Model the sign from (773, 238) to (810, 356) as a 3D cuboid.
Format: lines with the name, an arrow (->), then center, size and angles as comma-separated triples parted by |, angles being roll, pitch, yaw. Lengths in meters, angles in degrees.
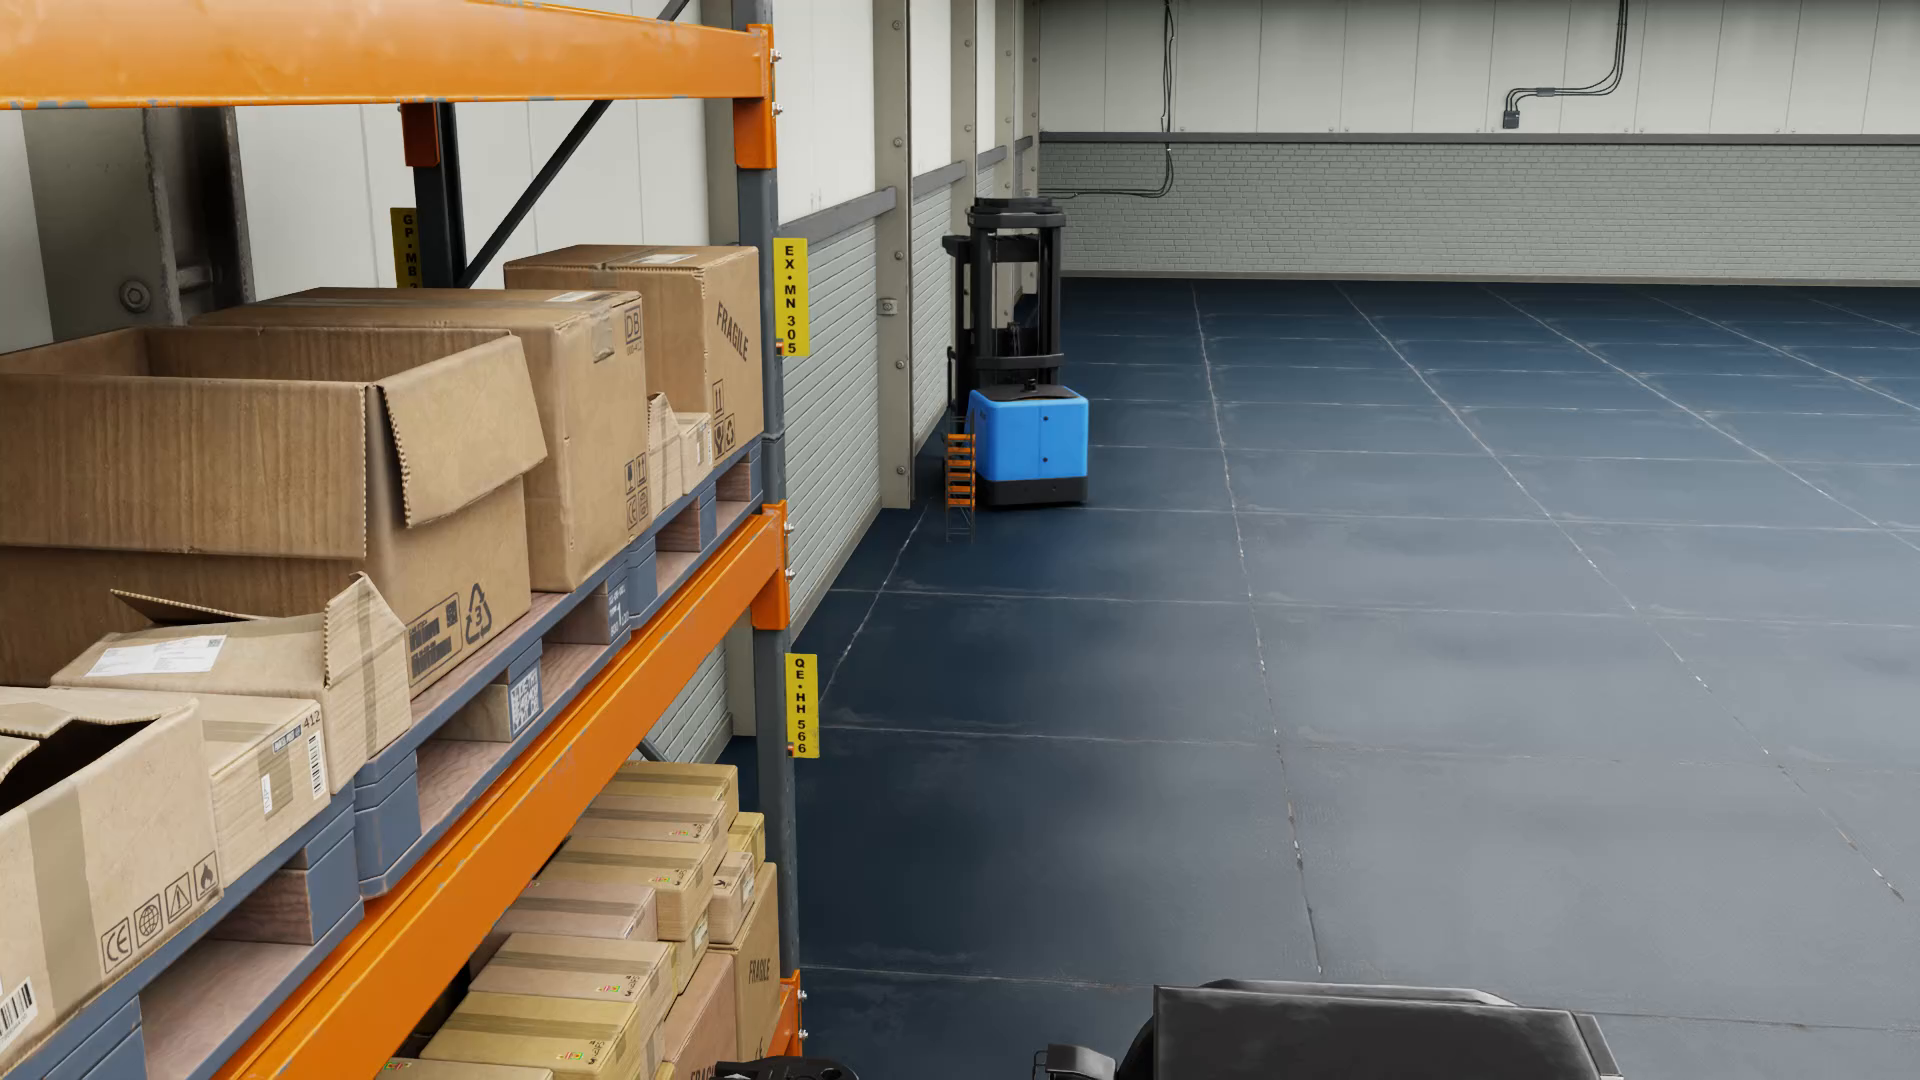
sign -> -0.470, -0.672, 4.609 | 0.100, 0.325, 0.005 | 2, 15, 6

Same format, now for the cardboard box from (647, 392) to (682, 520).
cardboard box -> -0.828, -0.199, 3.665 | 0.396, 0.266, 0.258 | 2, 15, 6

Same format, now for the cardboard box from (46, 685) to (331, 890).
cardboard box -> -1.020, 0.299, 2.049 | 0.380, 0.149, 0.250 | 2, 15, 8

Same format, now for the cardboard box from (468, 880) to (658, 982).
cardboard box -> -0.940, 0.936, 3.951 | 0.380, 0.149, 0.250 | 2, 15, 7

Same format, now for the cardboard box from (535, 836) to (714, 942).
cardboard box -> -0.838, 0.873, 4.181 | 0.380, 0.149, 0.250 | 2, 15, 8

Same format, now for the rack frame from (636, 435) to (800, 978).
rack frame -> -1.008, 1.146, 5.178 | 1.000, 3.000, 0.127 | 2, 15, 6

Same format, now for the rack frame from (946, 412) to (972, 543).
rack frame -> -0.009, -0.559, 14.932 | 0.240, 1.200, 0.006 | 2, 15, 6

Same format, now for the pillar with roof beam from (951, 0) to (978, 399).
pillar with roof beam -> 4.327, -6.138, 20.621 | 9.100, 9.000, 0.400 | 2, 15, 6

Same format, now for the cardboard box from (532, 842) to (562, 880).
cardboard box -> -1.268, 0.931, 4.540 | 0.380, 0.149, 0.250 | 2, 15, 6

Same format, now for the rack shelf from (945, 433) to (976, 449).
rack shelf -> 0.002, -0.888, 14.937 | 0.258, 0.103, 0.180 | 2, 15, 6

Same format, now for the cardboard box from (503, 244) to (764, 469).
cardboard box -> -0.815, -0.479, 4.255 | 0.500, 0.500, 0.500 | 2, 15, 8

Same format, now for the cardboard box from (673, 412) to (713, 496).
cardboard box -> -0.799, -0.208, 3.924 | 0.380, 0.149, 0.250 | 1, 15, 5

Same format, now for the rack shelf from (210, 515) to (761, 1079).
rack shelf -> -1.233, 0.435, 2.927 | 0.919, 0.052, 3.809 | 2, 15, 6

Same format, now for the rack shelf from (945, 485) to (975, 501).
rack shelf -> 0.002, -0.424, 15.062 | 0.258, 0.103, 0.180 | 2, 15, 6

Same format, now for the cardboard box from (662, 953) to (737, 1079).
cardboard box -> -0.870, 1.367, 4.168 | 0.500, 0.500, 0.500 | 2, 15, 8

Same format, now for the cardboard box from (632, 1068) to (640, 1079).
cardboard box -> -0.889, 1.216, 3.484 | 0.380, 0.149, 0.250 | 2, 15, 7

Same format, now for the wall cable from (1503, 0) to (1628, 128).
wall cable -> 12.481, -11.460, 33.789 | 2.305, 6.003, 0.169 | 2, 15, 6

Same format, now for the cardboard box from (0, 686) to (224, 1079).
cardboard box -> -1.123, 0.319, 1.665 | 0.500, 0.311, 0.500 | 2, 15, 7

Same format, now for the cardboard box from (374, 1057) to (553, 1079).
cardboard box -> -1.006, 1.138, 3.203 | 0.380, 0.149, 0.250 | 2, 15, 7

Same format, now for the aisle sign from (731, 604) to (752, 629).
aisle sign -> -0.708, -0.118, 4.870 | 0.394, 0.787, 0.004 | 2, 15, 6

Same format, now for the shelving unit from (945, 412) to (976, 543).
shelving unit -> 1.505, 2.026, 4.223 | 5.752, 1.800, 21.905 | 2, 15, 6

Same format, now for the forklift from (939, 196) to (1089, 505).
forklift -> 12.141, 2.511, 0.260 | 15.999, 2.935, 42.665 | -3, 16, -13
